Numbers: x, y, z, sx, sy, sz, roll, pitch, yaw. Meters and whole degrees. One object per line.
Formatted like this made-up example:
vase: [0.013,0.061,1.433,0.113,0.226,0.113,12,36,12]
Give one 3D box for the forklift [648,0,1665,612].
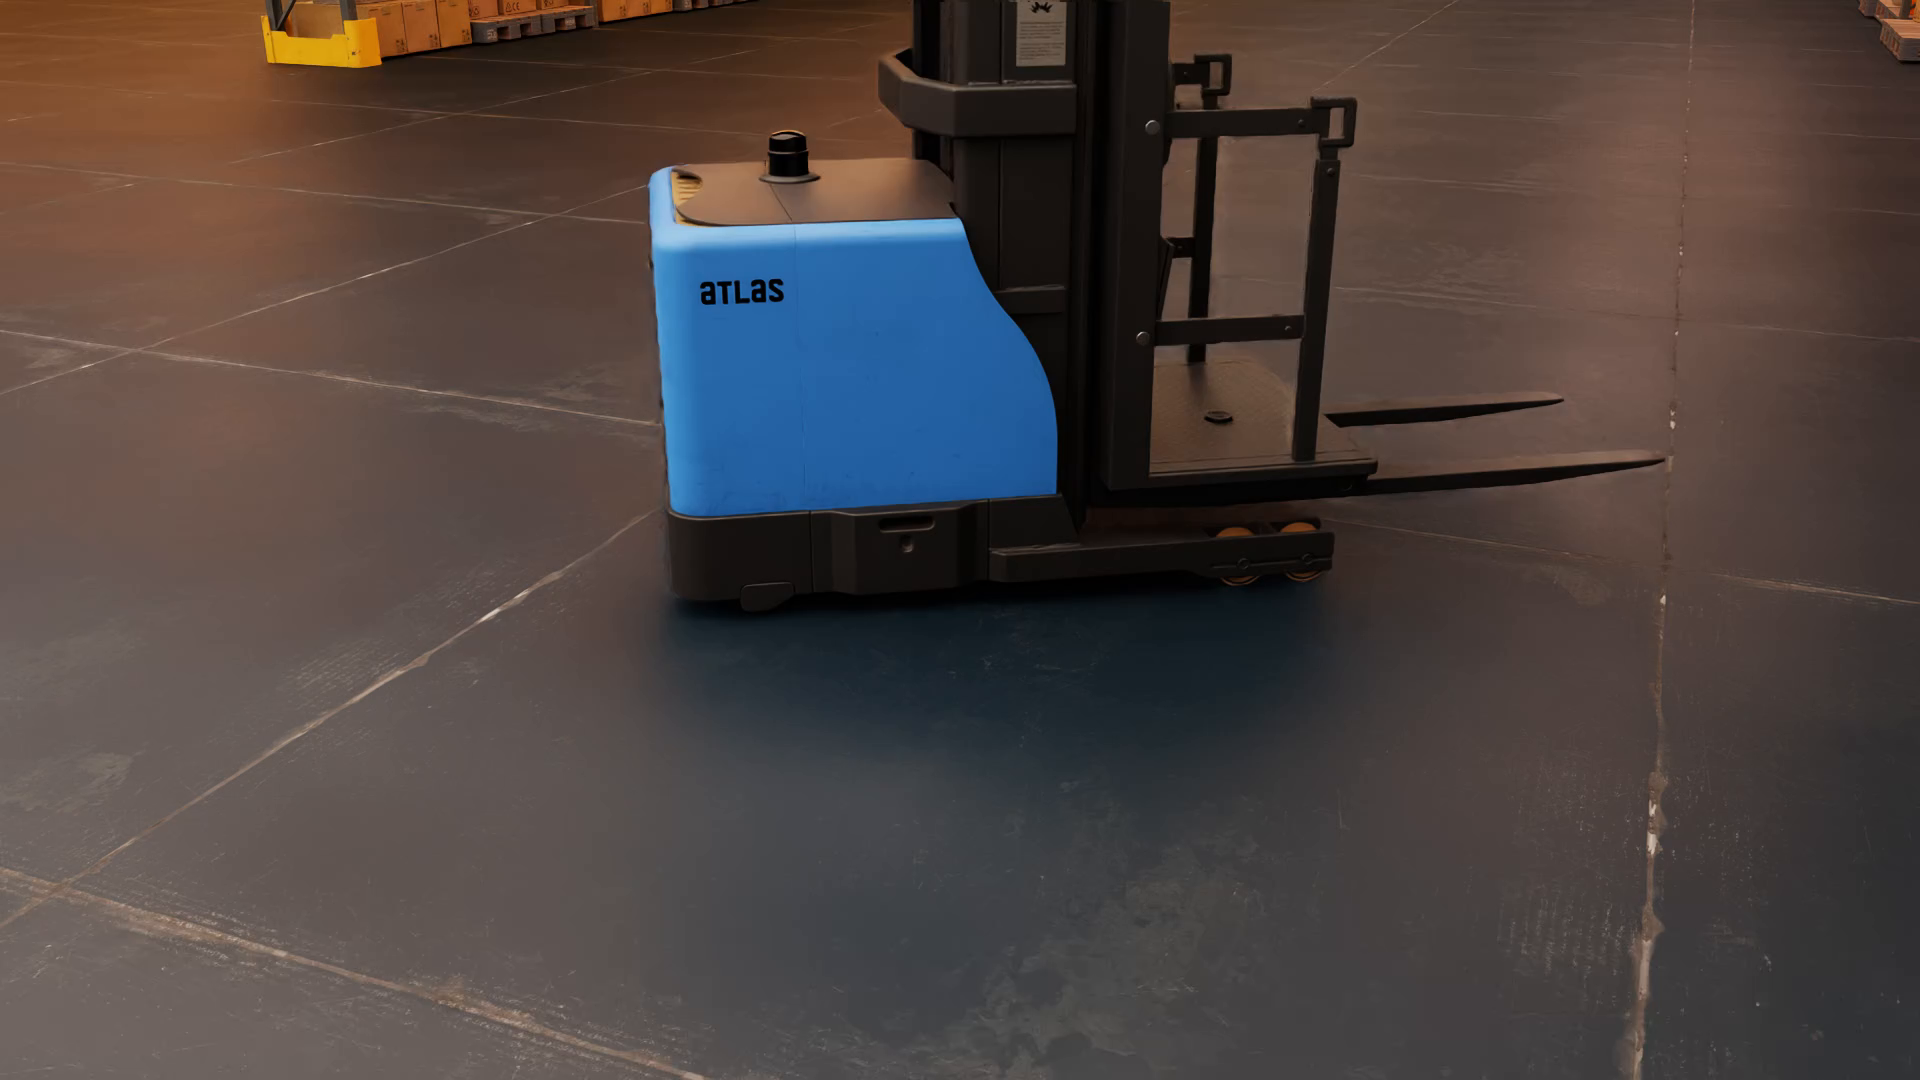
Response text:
forklift: [0.621,-1.416,4.681,3.031,2.935,1.130,-4,23,-10]
